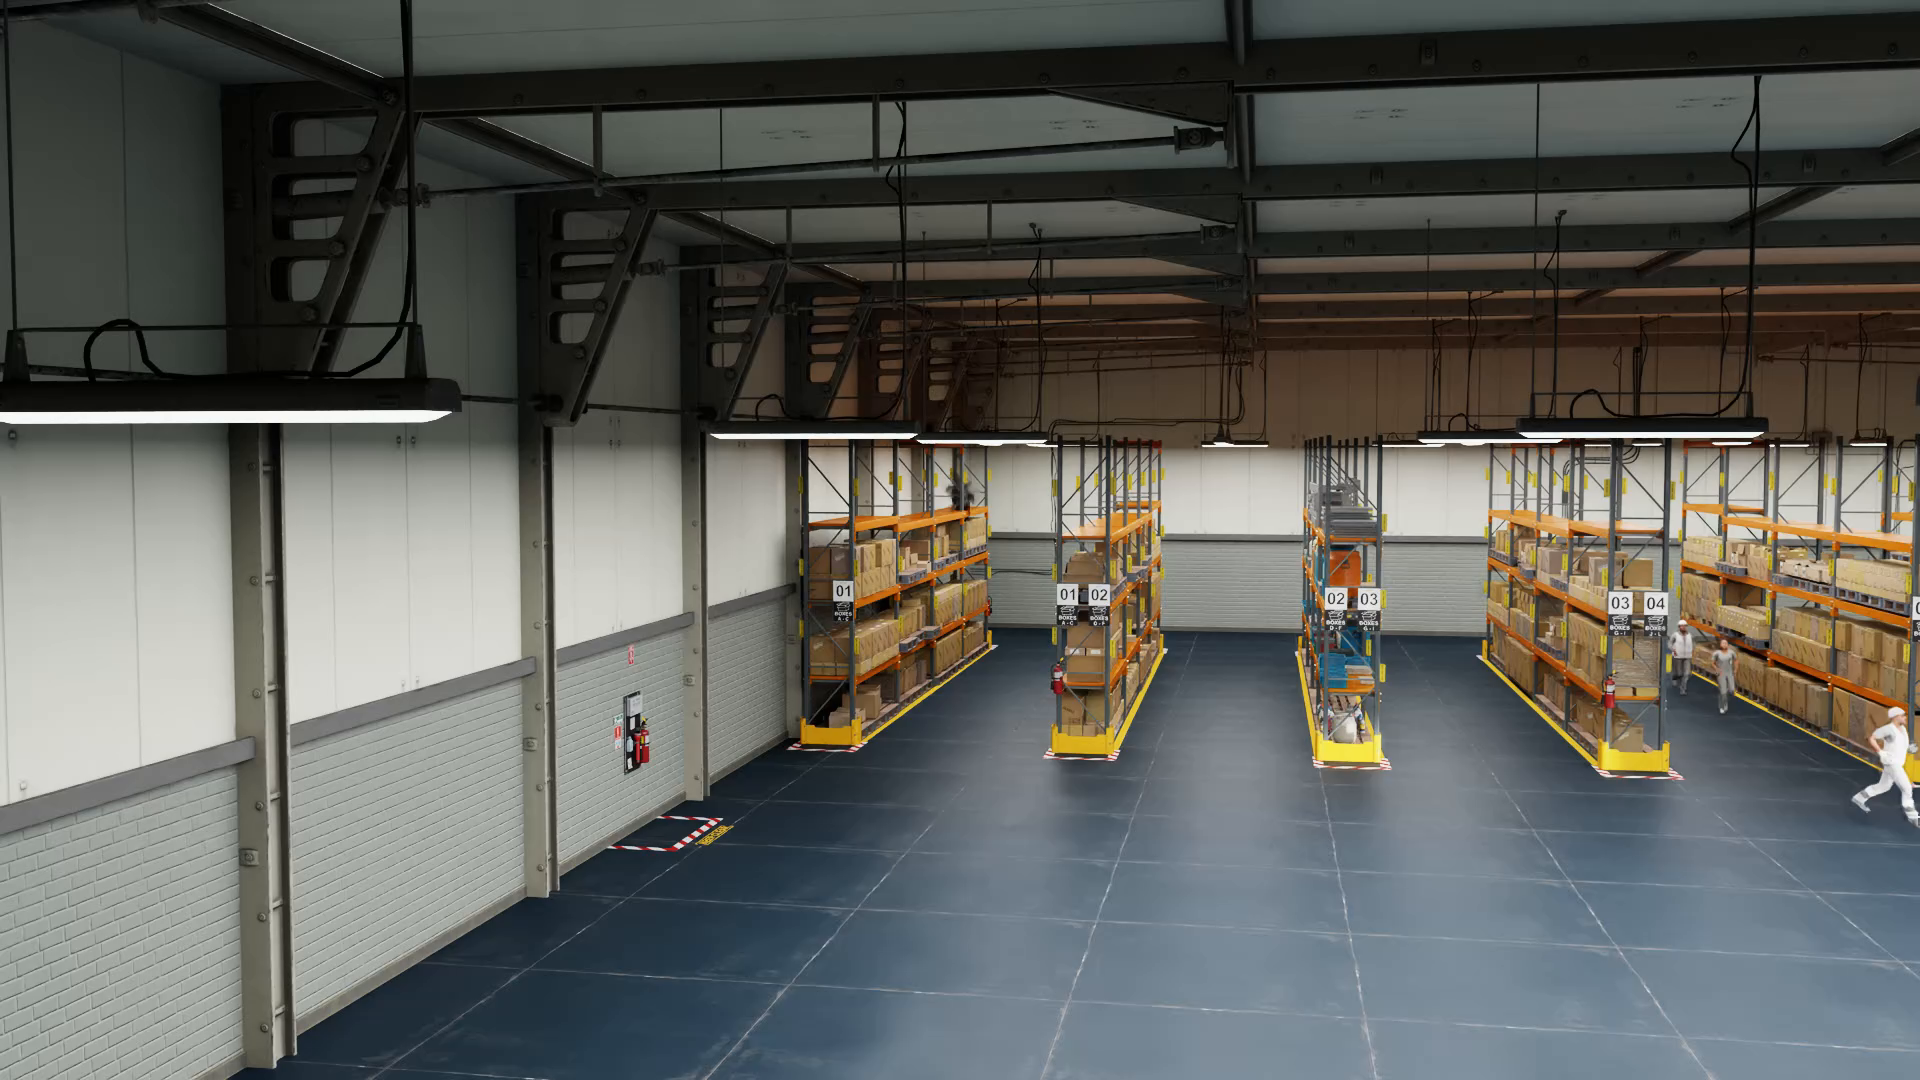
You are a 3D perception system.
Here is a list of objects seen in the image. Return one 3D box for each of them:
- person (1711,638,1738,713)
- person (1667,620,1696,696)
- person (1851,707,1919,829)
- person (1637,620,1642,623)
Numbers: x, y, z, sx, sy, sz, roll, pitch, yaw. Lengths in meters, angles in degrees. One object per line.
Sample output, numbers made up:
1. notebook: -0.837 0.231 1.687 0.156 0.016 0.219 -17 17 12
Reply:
1. person: 16.629 2.958 36.126 0.577 1.622 0.528 1 3 13
2. person: 16.953 2.746 39.035 0.659 1.741 0.765 0 3 7
3. person: 14.277 3.455 25.497 1.102 1.817 0.607 3 4 43
4. person: 17.963 2.490 44.767 0.579 1.607 0.677 -2 4 -35
